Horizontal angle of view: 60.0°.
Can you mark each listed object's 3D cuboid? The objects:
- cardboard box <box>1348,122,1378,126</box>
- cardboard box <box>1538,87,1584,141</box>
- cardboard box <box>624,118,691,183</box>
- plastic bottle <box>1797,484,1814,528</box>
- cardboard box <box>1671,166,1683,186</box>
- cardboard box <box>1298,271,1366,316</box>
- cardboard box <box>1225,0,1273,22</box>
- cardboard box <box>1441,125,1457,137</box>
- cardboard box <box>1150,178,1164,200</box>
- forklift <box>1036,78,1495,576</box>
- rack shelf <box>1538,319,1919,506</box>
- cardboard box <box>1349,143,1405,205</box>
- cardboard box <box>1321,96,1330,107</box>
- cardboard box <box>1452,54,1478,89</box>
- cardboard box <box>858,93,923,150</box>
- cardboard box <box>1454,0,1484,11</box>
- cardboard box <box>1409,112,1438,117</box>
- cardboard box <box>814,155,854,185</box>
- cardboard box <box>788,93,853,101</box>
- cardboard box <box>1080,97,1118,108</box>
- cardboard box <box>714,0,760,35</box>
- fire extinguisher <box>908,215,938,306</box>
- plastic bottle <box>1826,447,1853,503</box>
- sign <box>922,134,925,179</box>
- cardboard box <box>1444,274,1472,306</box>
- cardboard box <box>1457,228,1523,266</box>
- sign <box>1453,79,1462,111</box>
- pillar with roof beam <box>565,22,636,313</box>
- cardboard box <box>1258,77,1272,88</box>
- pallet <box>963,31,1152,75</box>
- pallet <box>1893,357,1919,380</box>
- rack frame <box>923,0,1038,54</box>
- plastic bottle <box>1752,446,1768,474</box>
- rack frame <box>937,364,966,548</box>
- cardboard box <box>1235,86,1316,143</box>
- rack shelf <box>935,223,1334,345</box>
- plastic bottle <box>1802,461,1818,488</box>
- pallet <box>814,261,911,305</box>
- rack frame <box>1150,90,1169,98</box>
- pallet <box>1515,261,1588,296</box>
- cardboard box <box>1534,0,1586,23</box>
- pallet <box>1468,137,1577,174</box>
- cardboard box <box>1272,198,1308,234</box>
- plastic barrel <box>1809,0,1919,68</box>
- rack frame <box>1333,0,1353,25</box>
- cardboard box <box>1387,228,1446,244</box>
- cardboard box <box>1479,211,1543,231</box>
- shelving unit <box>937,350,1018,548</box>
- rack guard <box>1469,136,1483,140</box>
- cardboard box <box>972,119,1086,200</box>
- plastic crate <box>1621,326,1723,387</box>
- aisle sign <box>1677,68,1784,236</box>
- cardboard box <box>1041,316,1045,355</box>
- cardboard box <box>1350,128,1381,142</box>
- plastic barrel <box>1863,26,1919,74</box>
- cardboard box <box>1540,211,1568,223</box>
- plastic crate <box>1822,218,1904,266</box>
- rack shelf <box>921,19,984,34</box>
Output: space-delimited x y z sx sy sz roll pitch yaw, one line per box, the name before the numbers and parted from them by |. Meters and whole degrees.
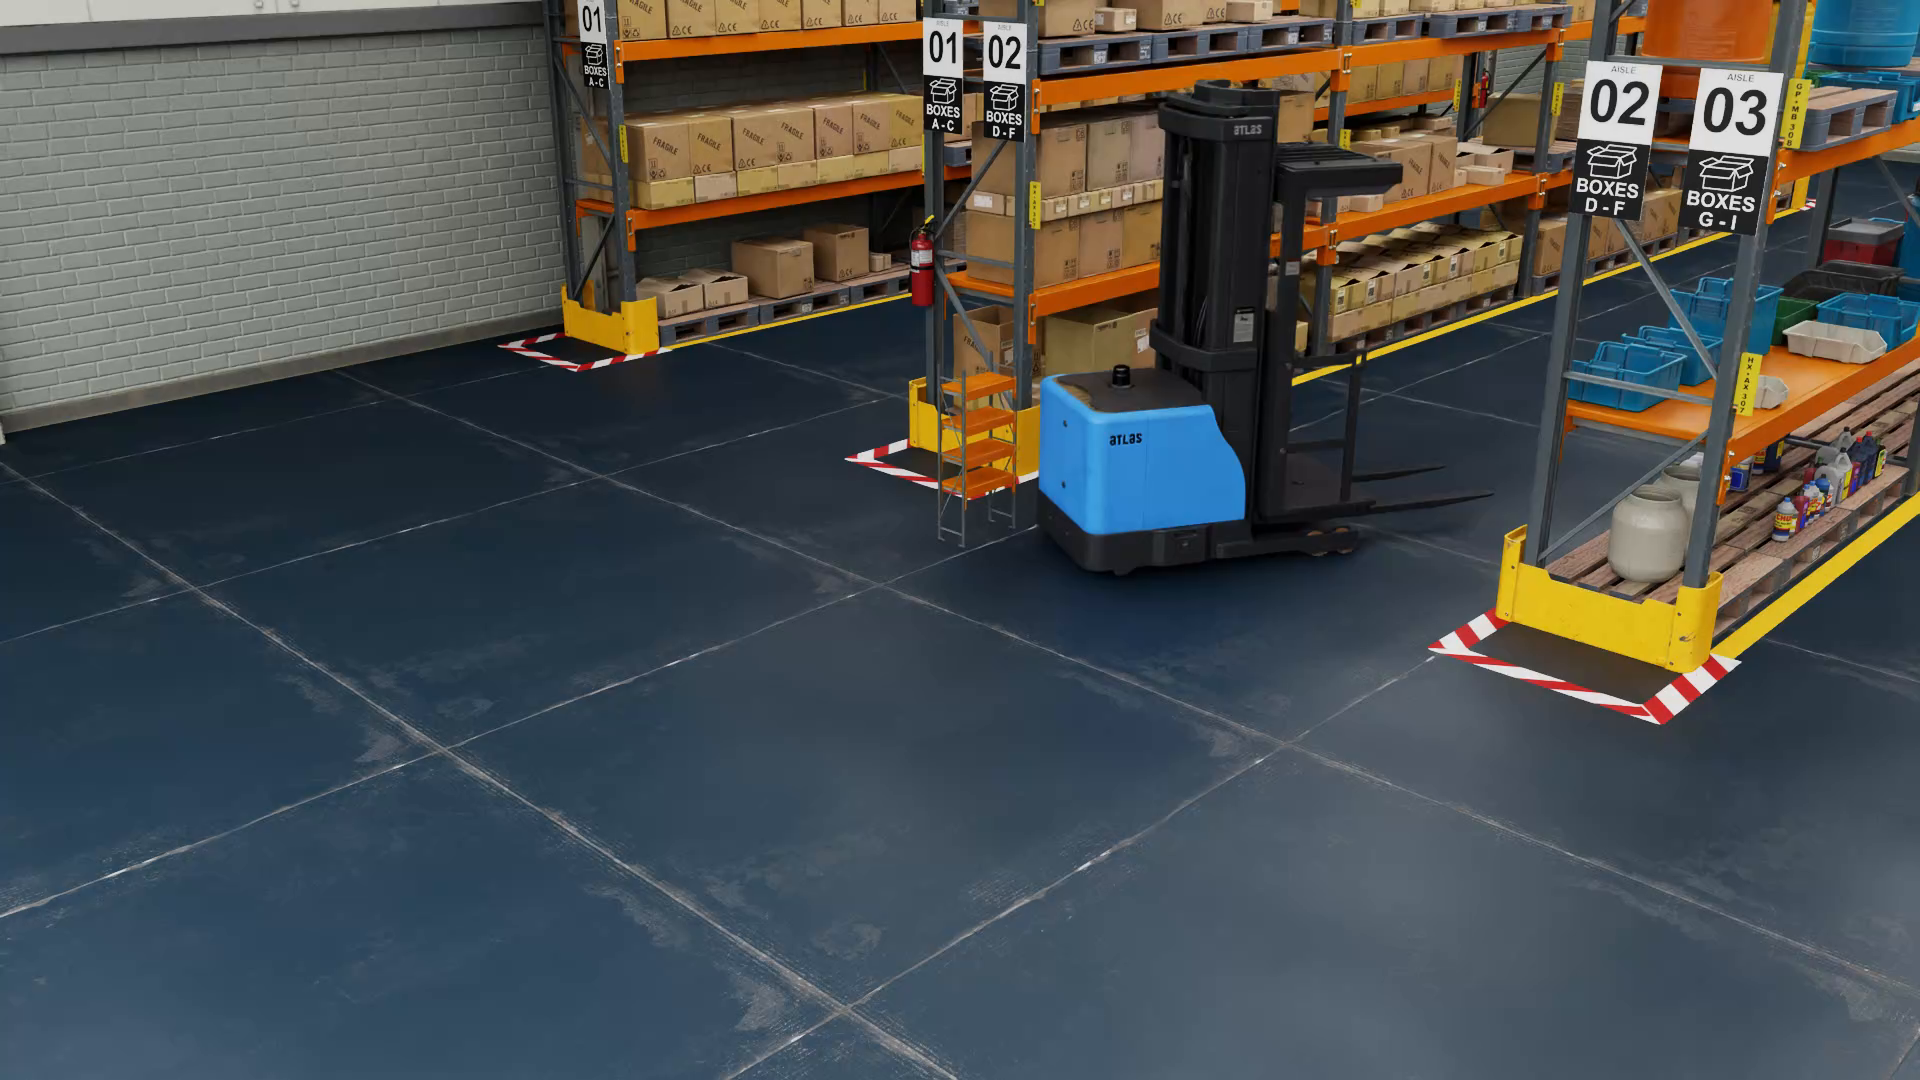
cardboard box | 6.032 -6.159 24.911 0.380 0.149 0.250 20 28 41
cardboard box | 6.849 -4.732 18.481 0.500 0.500 0.700 -14 25 -32
cardboard box | -2.869 -3.631 15.477 0.500 0.500 0.500 19 28 41
plastic bottle | 5.408 -0.223 10.663 0.097 0.271 0.097 0 21 0
cardboard box | 9.813 -4.665 21.896 0.797 0.503 0.637 19 28 41
cardboard box | 3.392 -2.302 15.348 0.500 0.311 0.500 19 28 41
cardboard box | 2.279 -4.250 13.339 0.380 0.149 0.250 19 28 41
cardboard box | 7.328 -6.232 26.005 0.700 0.500 0.500 19 28 41
cardboard box | 1.460 -2.784 13.092 0.380 0.149 0.250 19 28 40
forklift | 2.089 -1.433 10.718 3.031 2.935 1.130 -6 22 -16
rack shelf | 5.076 -0.993 10.480 1.077 0.370 4.000 19 28 41
cardboard box | 3.840 -3.459 15.754 0.500 0.500 0.500 -18 27 -38
cardboard box | 4.921 -6.113 23.121 0.380 0.149 0.250 20 28 41
cardboard box | 7.396 -7.414 25.764 0.700 0.700 0.980 -19 28 -40
cardboard box | -0.735 -4.413 17.511 0.500 0.500 0.500 19 28 41
cardboard box | 4.679 -5.224 15.928 0.500 0.250 0.500 19 28 40
cardboard box | 7.272 -6.617 26.103 0.380 0.149 0.250 20 28 41
cardboard box | -1.433 -3.805 16.975 0.500 0.250 0.500 19 28 40
cardboard box | -1.468 -4.411 17.507 0.500 0.500 0.500 19 28 40
cardboard box | 1.472 -5.329 20.006 0.700 0.500 0.500 16 26 36
cardboard box | -2.245 -5.038 15.652 0.500 0.500 0.500 -19 28 -40
fire extinguisher | -0.281 -2.105 12.479 0.296 0.674 0.183 19 28 41
plastic bottle | 5.869 -0.442 11.122 0.144 0.351 0.185 19 28 40
sign | -0.244 -2.846 12.354 0.100 0.325 0.005 19 28 41
cardboard box | 4.813 -2.566 16.818 0.500 0.250 0.500 -19 28 -41
cardboard box | 5.526 -3.090 17.399 0.500 0.311 0.500 -19 28 -41
sign | 5.320 -4.749 17.745 0.100 0.325 0.005 19 28 41
pillar with roof beam | -0.464 -5.414 12.617 9.100 9.000 0.400 19 28 41
cardboard box | 3.763 -6.002 21.927 0.500 0.500 0.500 -19 28 -41
pallet | 0.646 -3.590 12.175 1.003 0.211 1.213 19 28 41
pallet | 8.694 -1.380 14.371 1.003 0.211 1.213 19 28 41
rack frame | 0.135 -4.856 11.165 1.000 3.000 0.127 19 28 41
plastic bottle | 5.596 -0.604 11.654 0.097 0.271 0.097 0 21 0
rack frame | -0.055 -0.540 10.807 0.240 1.200 0.015 19 28 41
cardboard box | 2.620 -3.620 14.365 0.700 0.500 0.500 19 28 41
rack shelf | 1.530 -2.234 13.708 1.077 0.370 4.000 19 28 41
plastic bottle | 5.677 -0.396 11.097 0.061 0.283 0.133 19 28 41
pallet | -1.070 -2.840 18.168 1.003 0.211 1.213 19 28 41
rack frame | 2.164 -5.351 20.815 1.000 3.000 0.127 19 28 41
pallet | 6.263 -2.993 18.567 1.003 0.211 1.213 19 28 41
cardboard box | 5.996 -5.679 17.350 0.910 0.500 0.500 19 28 41
pallet | 6.138 -4.214 18.125 1.213 0.211 1.003 19 28 41
cardboard box | 2.620 -3.015 14.598 0.700 0.500 0.500 18 28 39
plastic barrel | 5.700 -3.444 10.390 0.600 0.901 0.708 19 28 41
rack frame | 2.925 -5.884 13.841 1.000 3.000 0.127 19 28 41
cardboard box | 4.779 -3.088 17.393 0.500 0.311 0.500 18 28 39
cardboard box | 6.200 -3.450 18.740 0.500 0.500 0.500 -19 28 -40
shelving unit | 0.115 -0.603 10.970 0.258 1.200 0.503 19 28 41
rack guard | 7.761 -6.247 26.630 1.175 0.500 0.348 19 28 41
cardboard box | 0.506 -2.838 12.330 0.700 0.500 0.500 19 28 41
plastic crate | 4.273 -1.115 10.001 0.499 0.251 0.408 19 28 41
aisle sign | 3.841 -1.937 8.308 0.394 0.787 0.004 19 28 41
cardboard box | 0.983 -1.791 13.756 0.500 0.500 0.500 19 28 41
cardboard box | 5.919 -5.920 24.291 0.250 0.149 0.380 -19 28 -40
plastic barrel | 6.671 -3.662 11.542 0.600 0.901 0.708 19 28 41
cardboard box | 6.599 -3.332 18.434 0.500 0.500 0.500 18 27 39
plastic crate | 6.590 -2.074 12.200 0.402 0.464 0.583 19 28 41
rack shelf | 0.768 -5.901 19.068 1.077 0.370 4.000 19 28 41
